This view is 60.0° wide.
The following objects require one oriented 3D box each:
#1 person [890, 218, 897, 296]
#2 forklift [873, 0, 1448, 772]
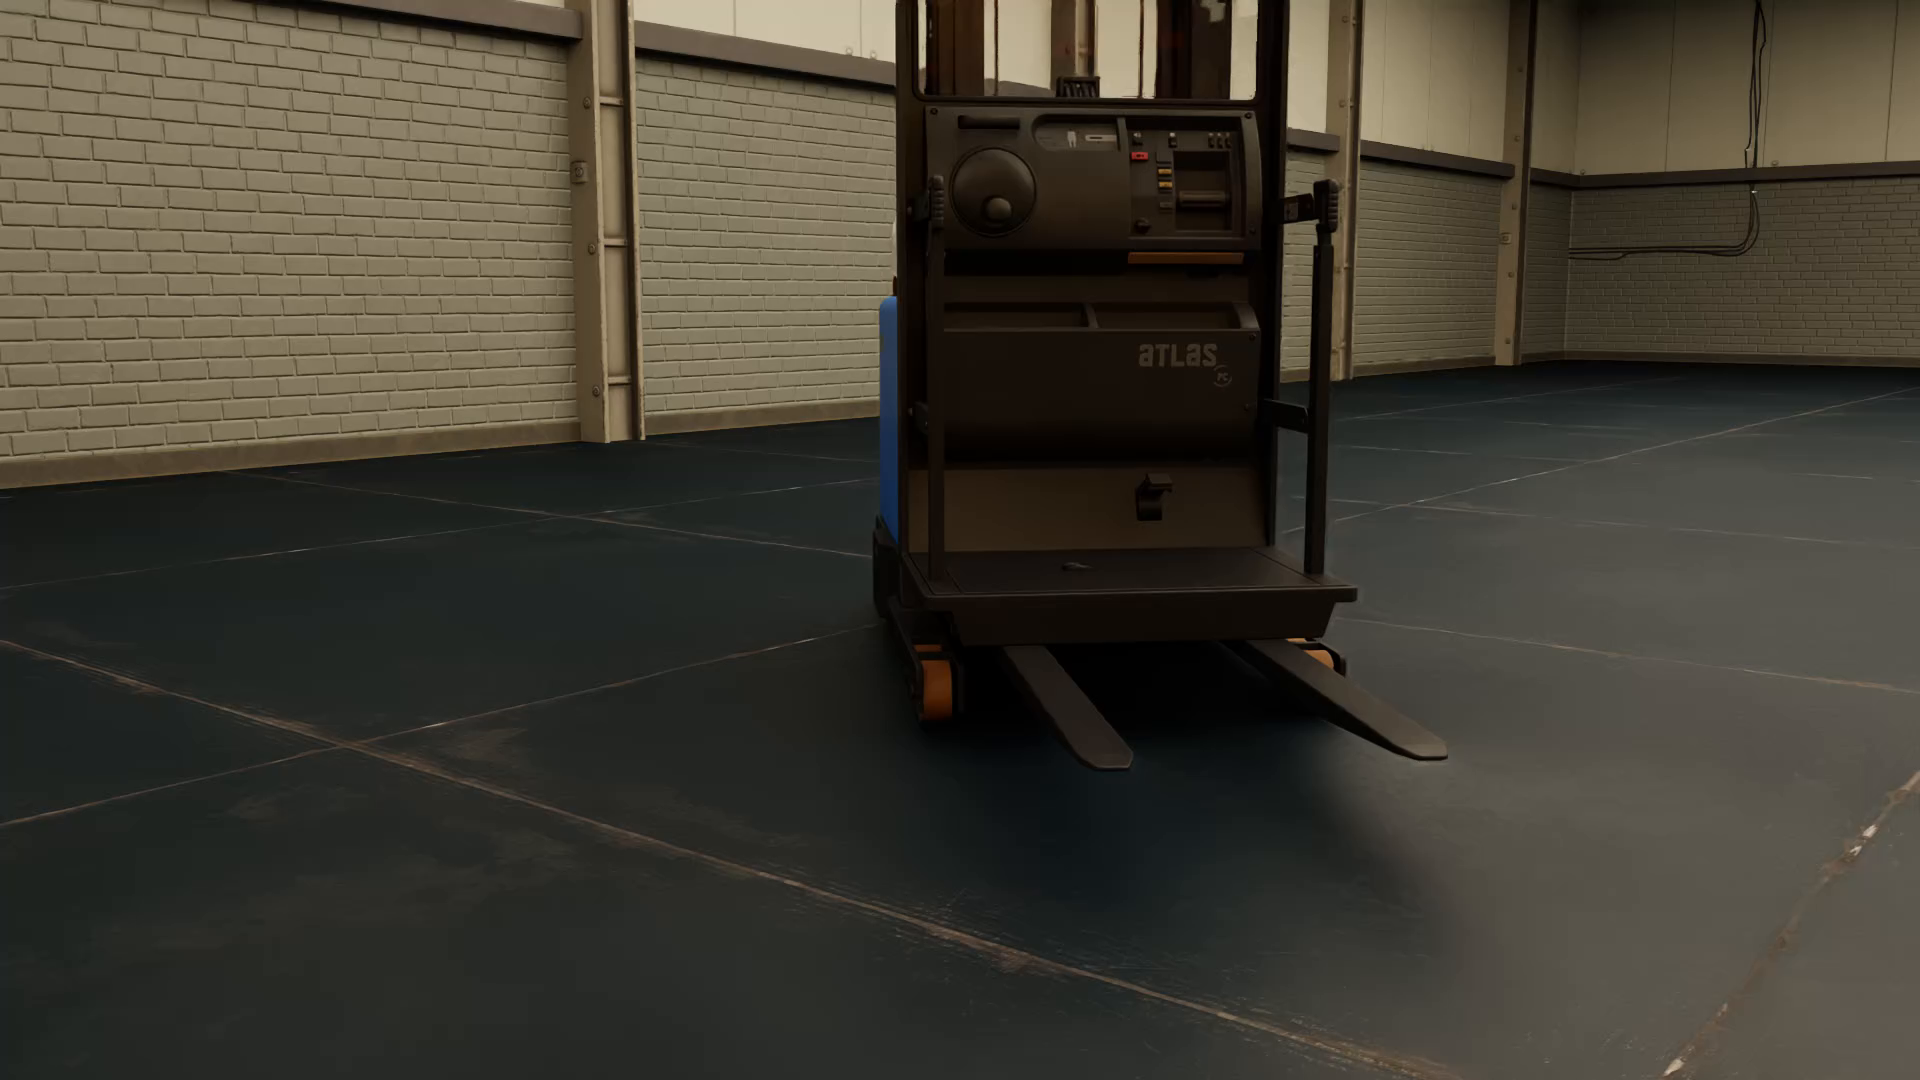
[{"bbox_3d":[0.049,-0.888,7.326,0.665,1.766,0.576,7,11,38],"label":"person"},{"bbox_3d":[0.397,-1.037,4.371,1.130,2.935,3.031,-1,8,-7],"label":"forklift"}]
